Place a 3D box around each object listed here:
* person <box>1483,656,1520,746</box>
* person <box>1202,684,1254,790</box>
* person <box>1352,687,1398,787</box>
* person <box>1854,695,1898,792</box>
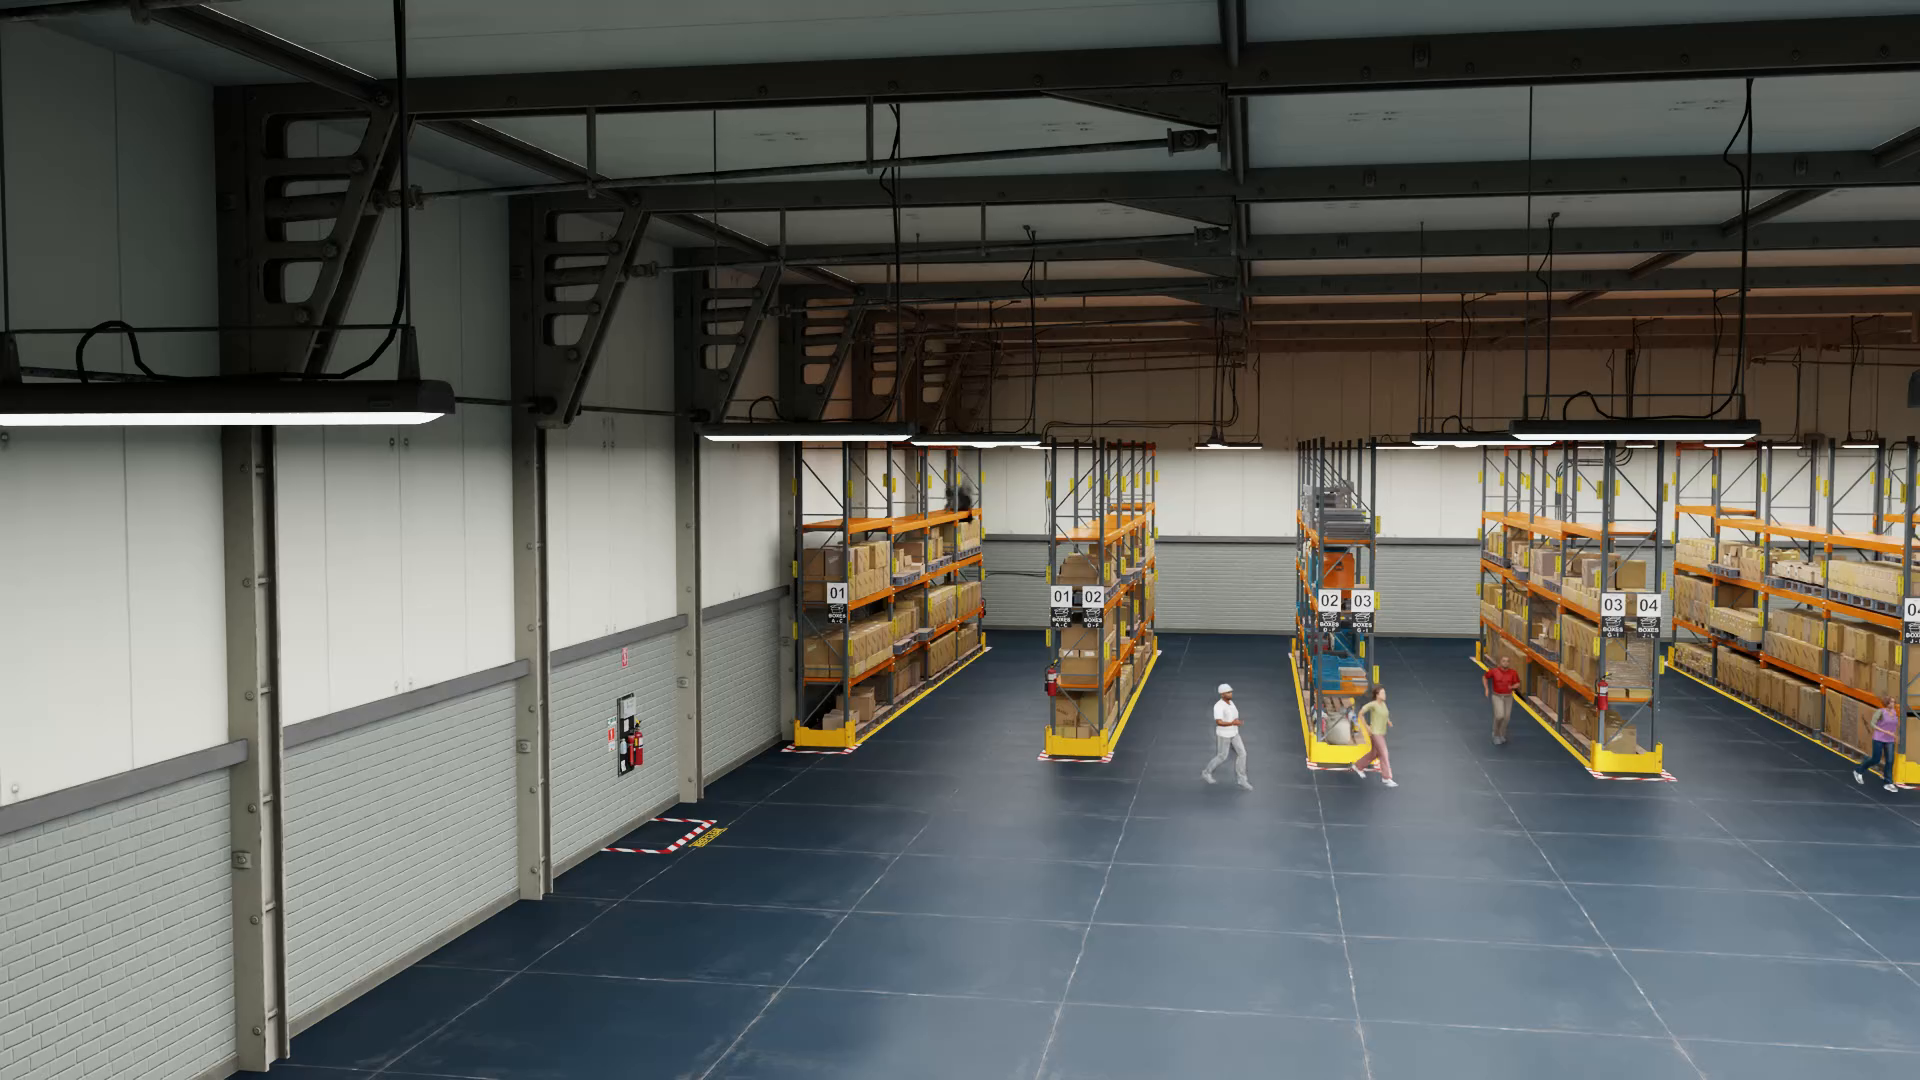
[{"bbox_3d":[10.633,3.152,32.558,0.649,1.763,0.697,0,3,1],"label":"person"},{"bbox_3d":[4.571,3.342,28.351,0.896,1.785,0.701,2,4,38],"label":"person"},{"bbox_3d":[7.194,3.370,28.750,0.912,1.699,0.589,3,4,43],"label":"person"},{"bbox_3d":[15.701,3.425,28.242,0.581,1.590,0.806,-1,3,-15],"label":"person"}]
